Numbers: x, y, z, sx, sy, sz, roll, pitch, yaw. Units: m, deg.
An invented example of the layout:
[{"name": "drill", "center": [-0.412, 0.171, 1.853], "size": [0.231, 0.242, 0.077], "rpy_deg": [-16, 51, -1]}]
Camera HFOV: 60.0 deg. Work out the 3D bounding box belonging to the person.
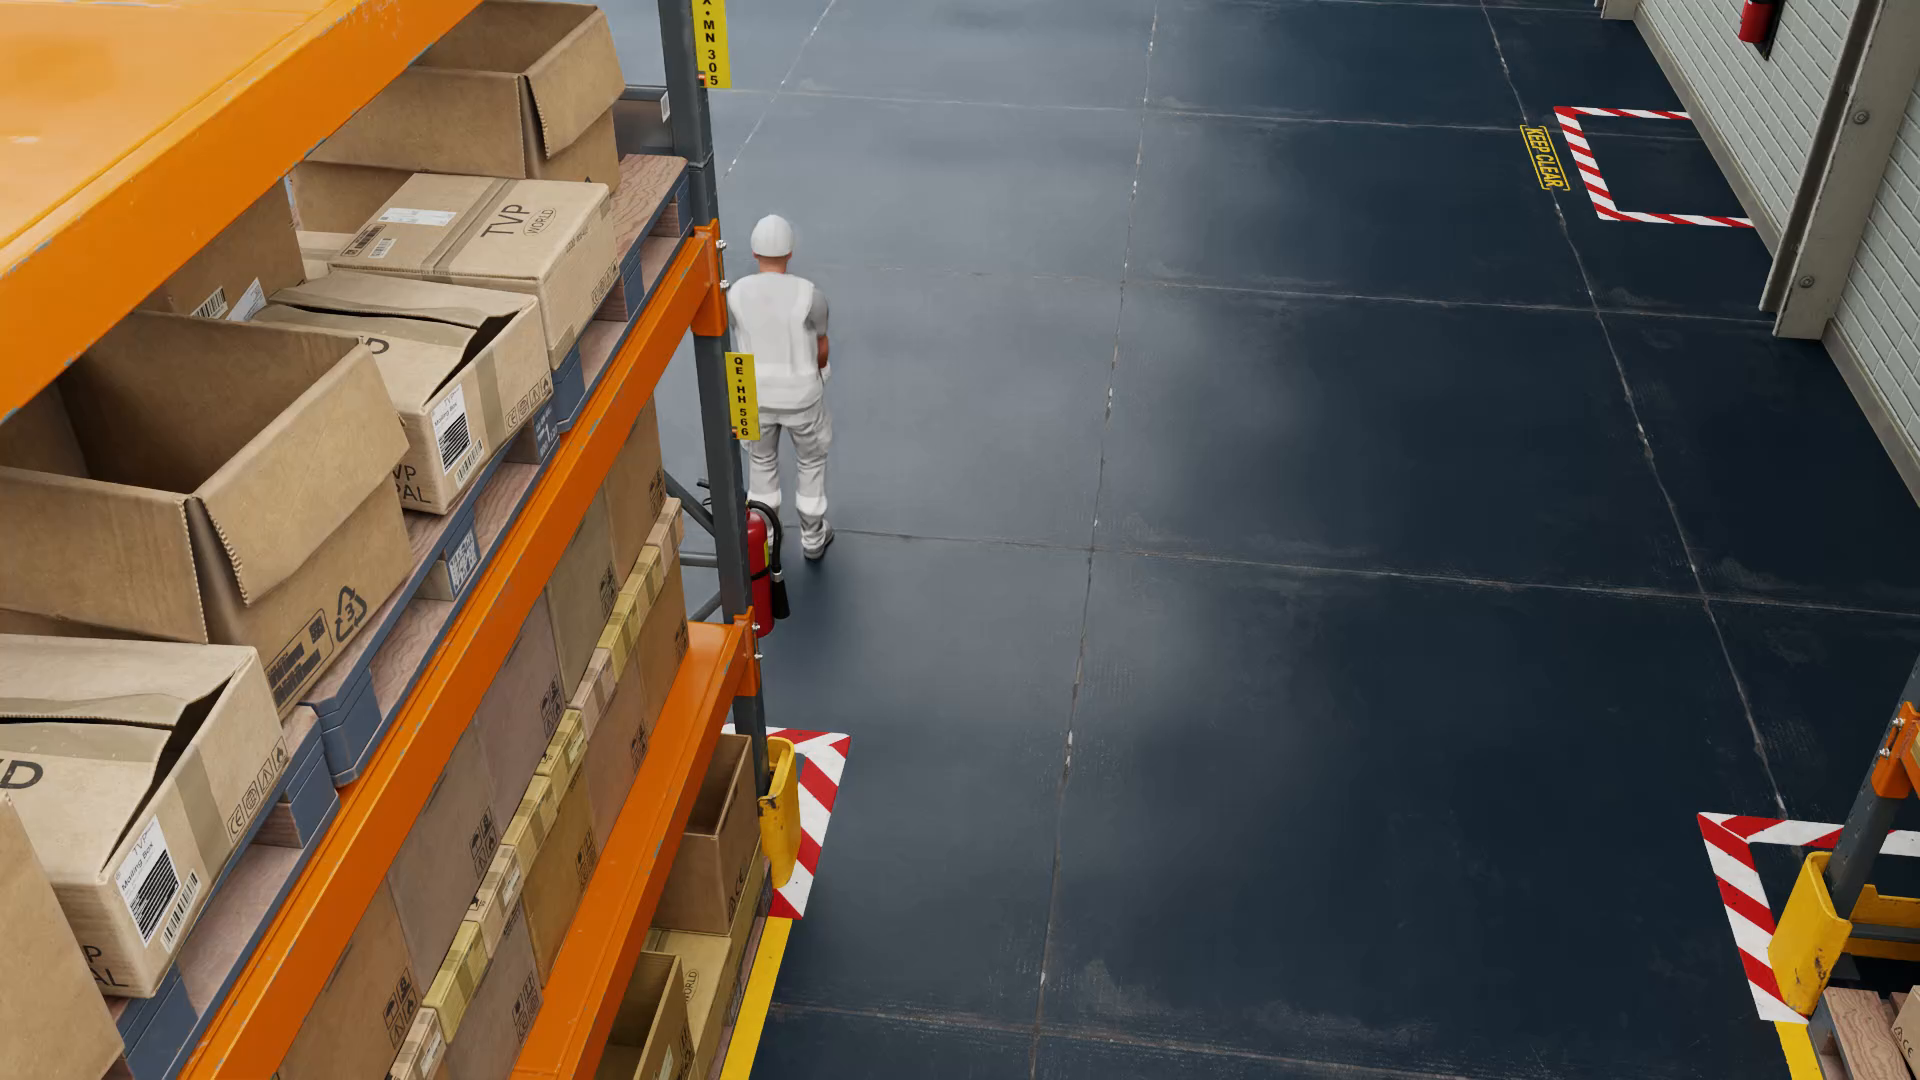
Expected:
[{"name": "person", "center": [-0.856, -0.748, 8.072], "size": [0.493, 1.770, 0.573], "rpy_deg": [4, 36, 5]}]
